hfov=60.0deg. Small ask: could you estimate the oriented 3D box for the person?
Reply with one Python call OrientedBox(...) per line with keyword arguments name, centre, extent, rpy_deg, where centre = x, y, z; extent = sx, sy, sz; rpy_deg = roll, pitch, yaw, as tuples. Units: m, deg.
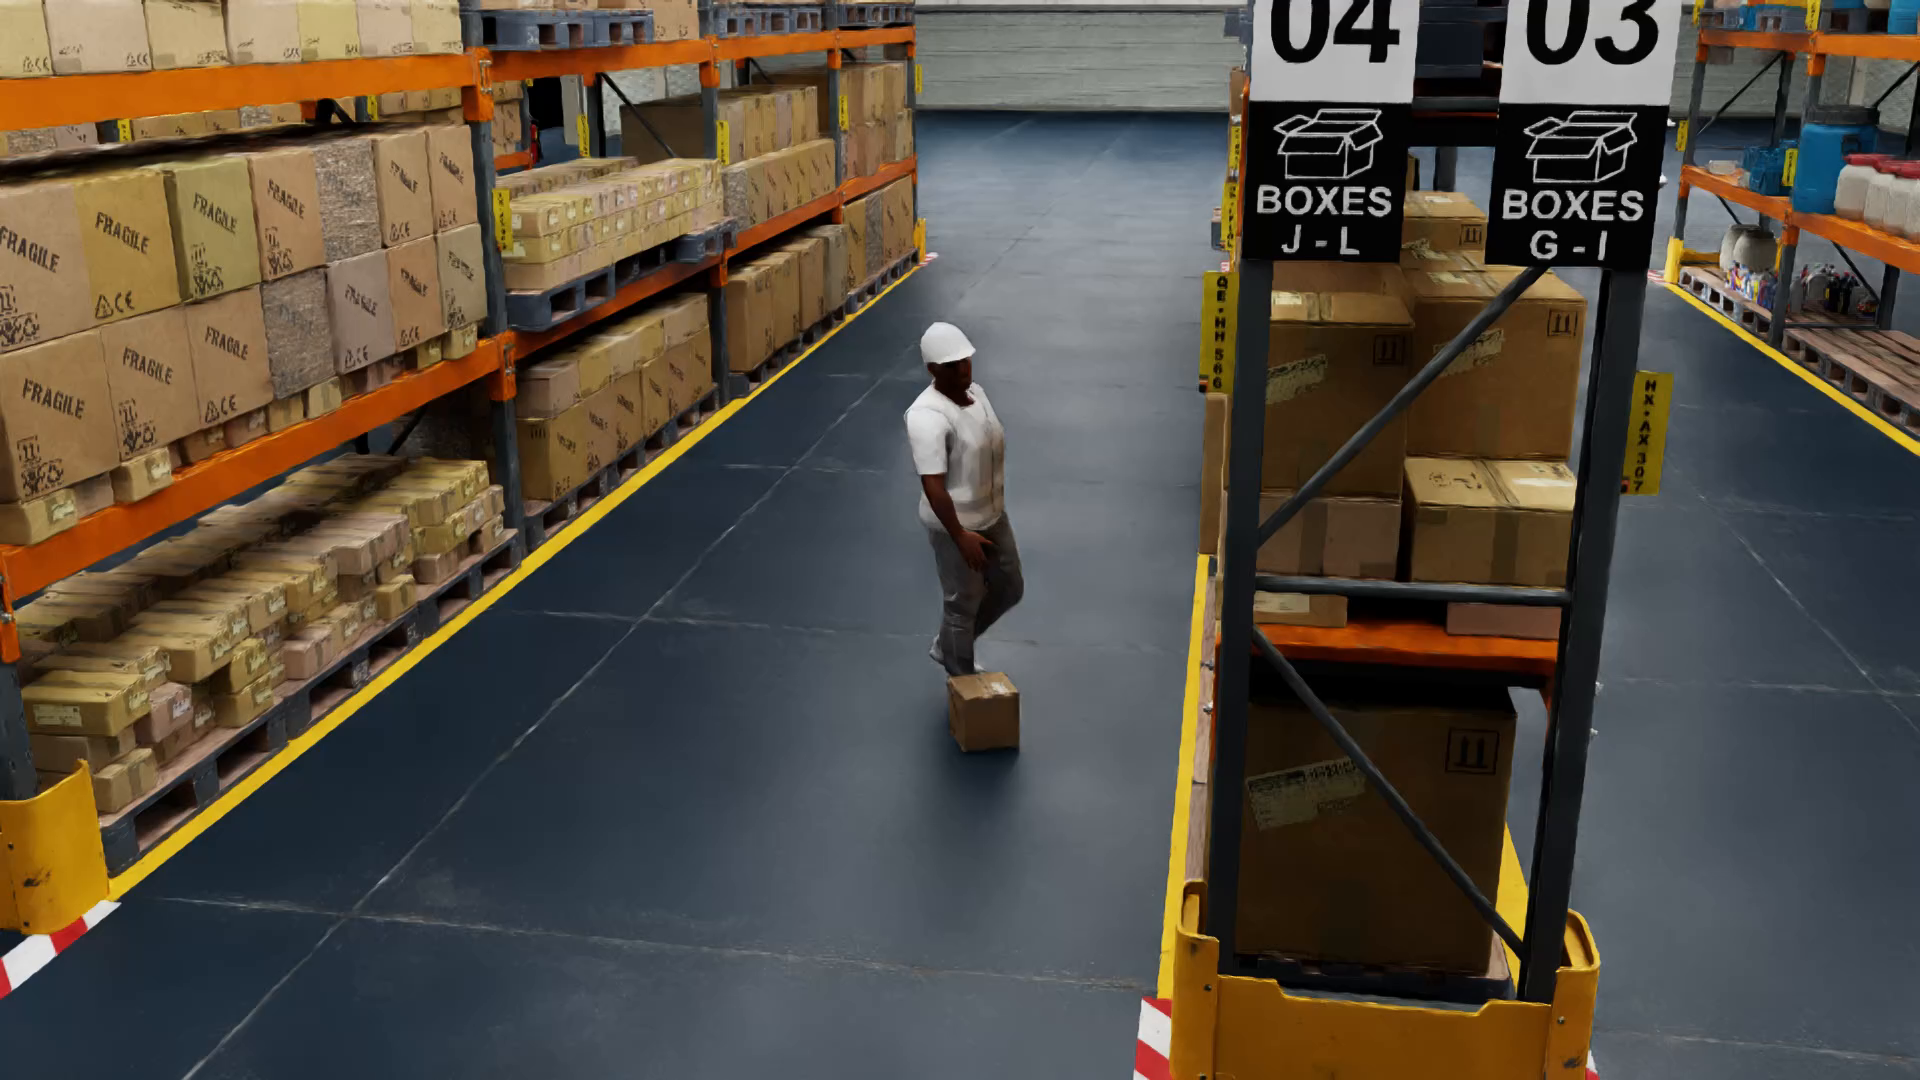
OrientedBox(name="person", centre=(0.013, -0.085, 7.260), extent=(0.475, 1.761, 0.620), rpy_deg=(9, 20, 26))
